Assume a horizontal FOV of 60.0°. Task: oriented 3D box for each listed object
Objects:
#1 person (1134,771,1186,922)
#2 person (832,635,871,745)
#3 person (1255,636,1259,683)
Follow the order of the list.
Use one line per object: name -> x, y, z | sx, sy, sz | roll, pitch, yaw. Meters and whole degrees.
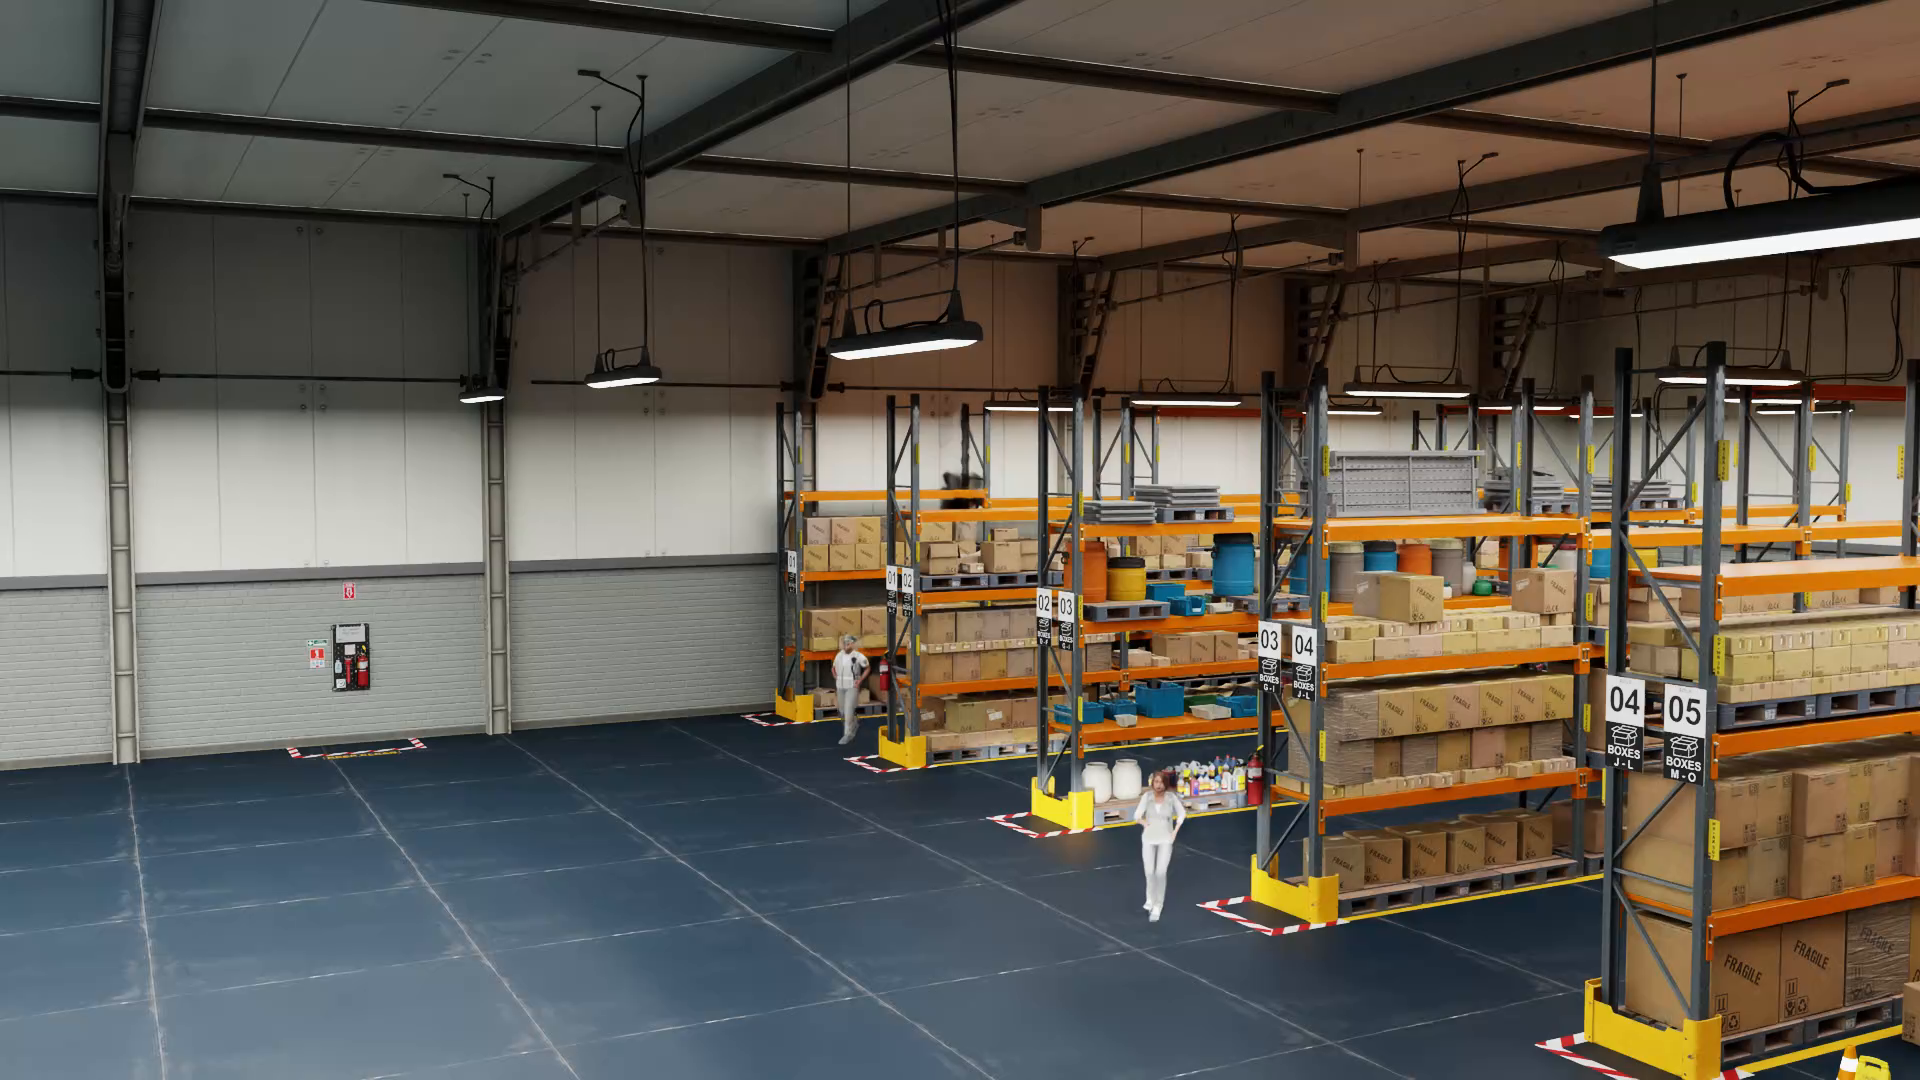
person -> 2.166, 3.338, 18.194 | 0.540, 1.625, 0.630 | 1, 3, 19
person -> -1.882, 2.498, 28.021 | 0.670, 1.825, 0.810 | 2, 4, 27
person -> 5.981, 2.461, 32.689 | 0.720, 1.740, 0.596 | -2, 4, -30
